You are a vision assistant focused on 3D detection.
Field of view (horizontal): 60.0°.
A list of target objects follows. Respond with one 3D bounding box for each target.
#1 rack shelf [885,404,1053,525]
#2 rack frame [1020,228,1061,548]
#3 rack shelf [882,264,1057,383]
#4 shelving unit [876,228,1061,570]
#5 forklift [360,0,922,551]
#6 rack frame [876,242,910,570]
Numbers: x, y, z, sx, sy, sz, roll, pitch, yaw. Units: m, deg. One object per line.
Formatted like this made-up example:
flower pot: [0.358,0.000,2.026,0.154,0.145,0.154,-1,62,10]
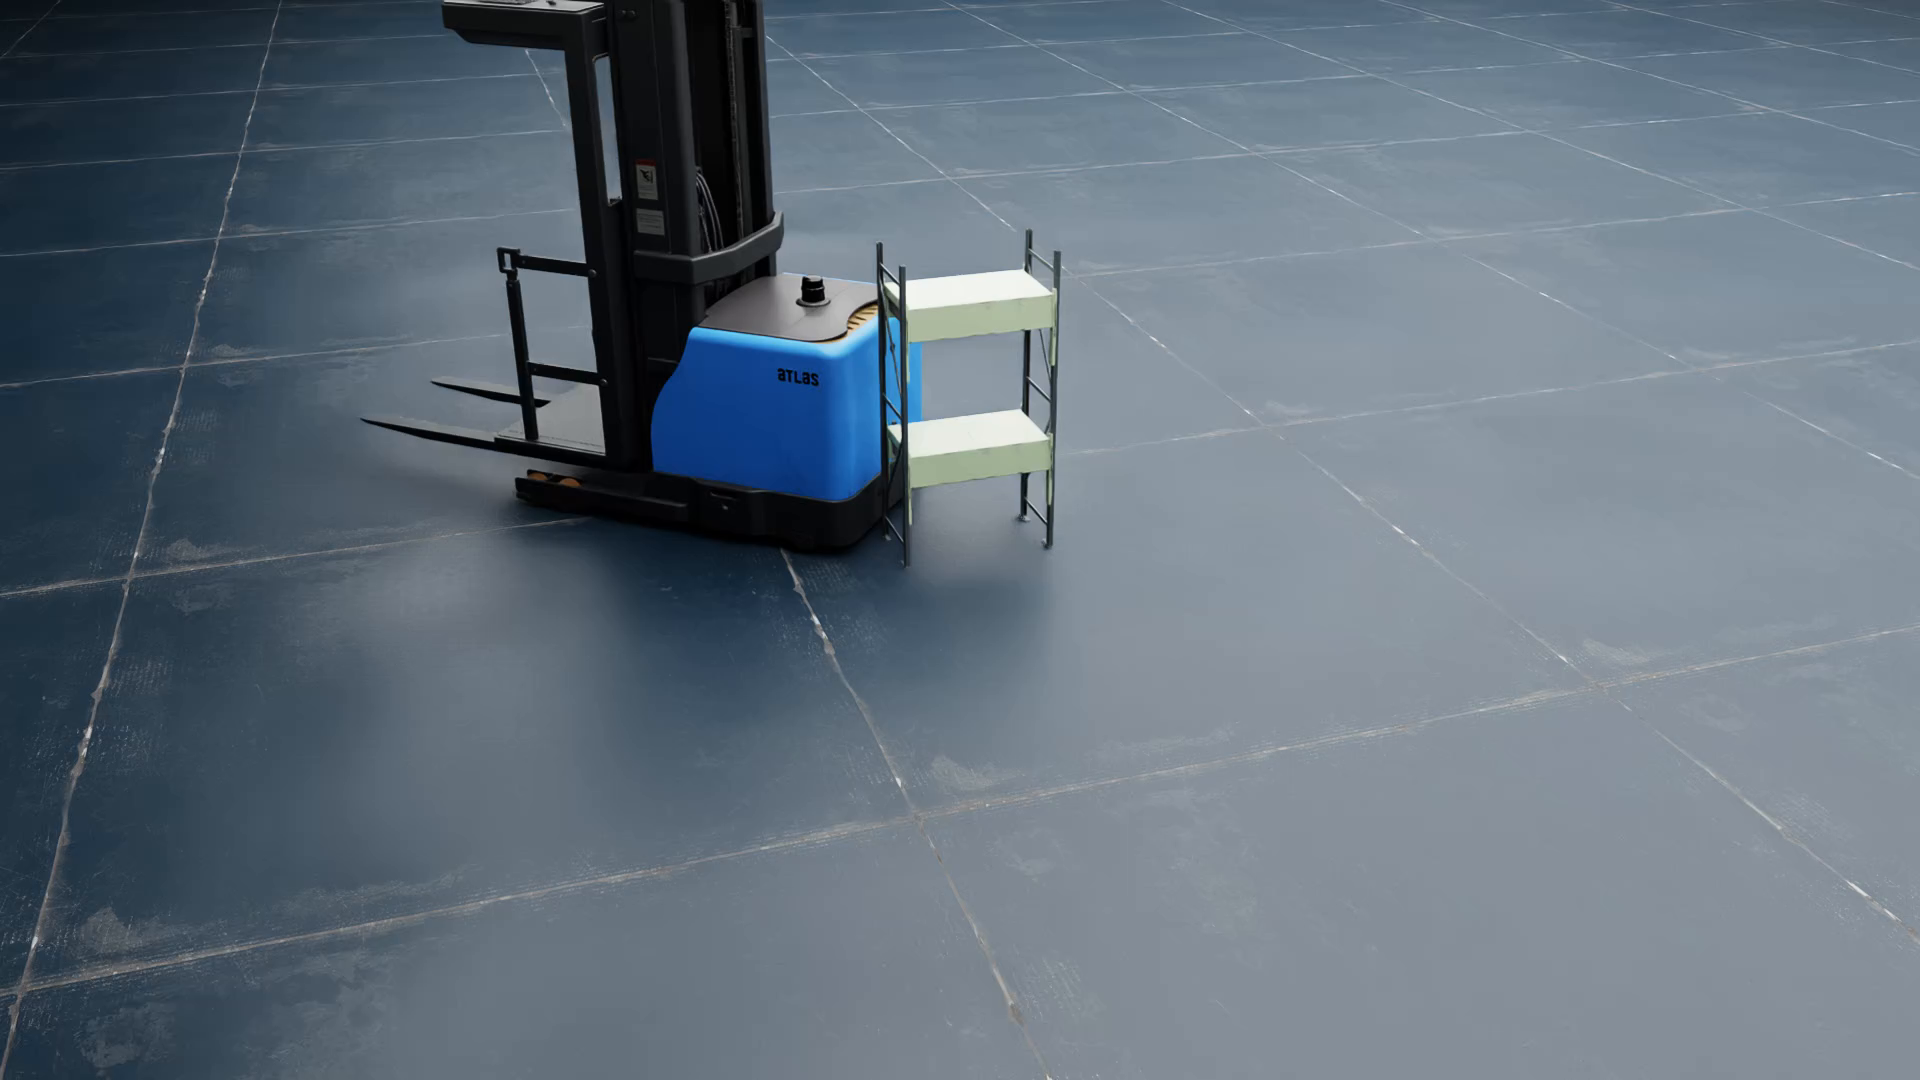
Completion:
rack shelf: [0.035,-0.372,8.047,0.720,0.370,0.431,-8,28,-16]
rack frame: [0.383,-0.716,8.005,0.023,1.500,0.400,-8,28,-16]
rack shelf: [0.035,-1.014,7.728,0.720,0.370,0.431,-8,28,-16]
shelving unit: [0.035,-0.665,7.902,0.755,1.500,0.431,-8,28,-16]
forklift: [-1.751,-1.666,8.309,3.031,2.935,1.130,10,28,19]
rack frame: [-0.312,-0.613,7.798,0.023,1.500,0.400,-8,28,-16]
